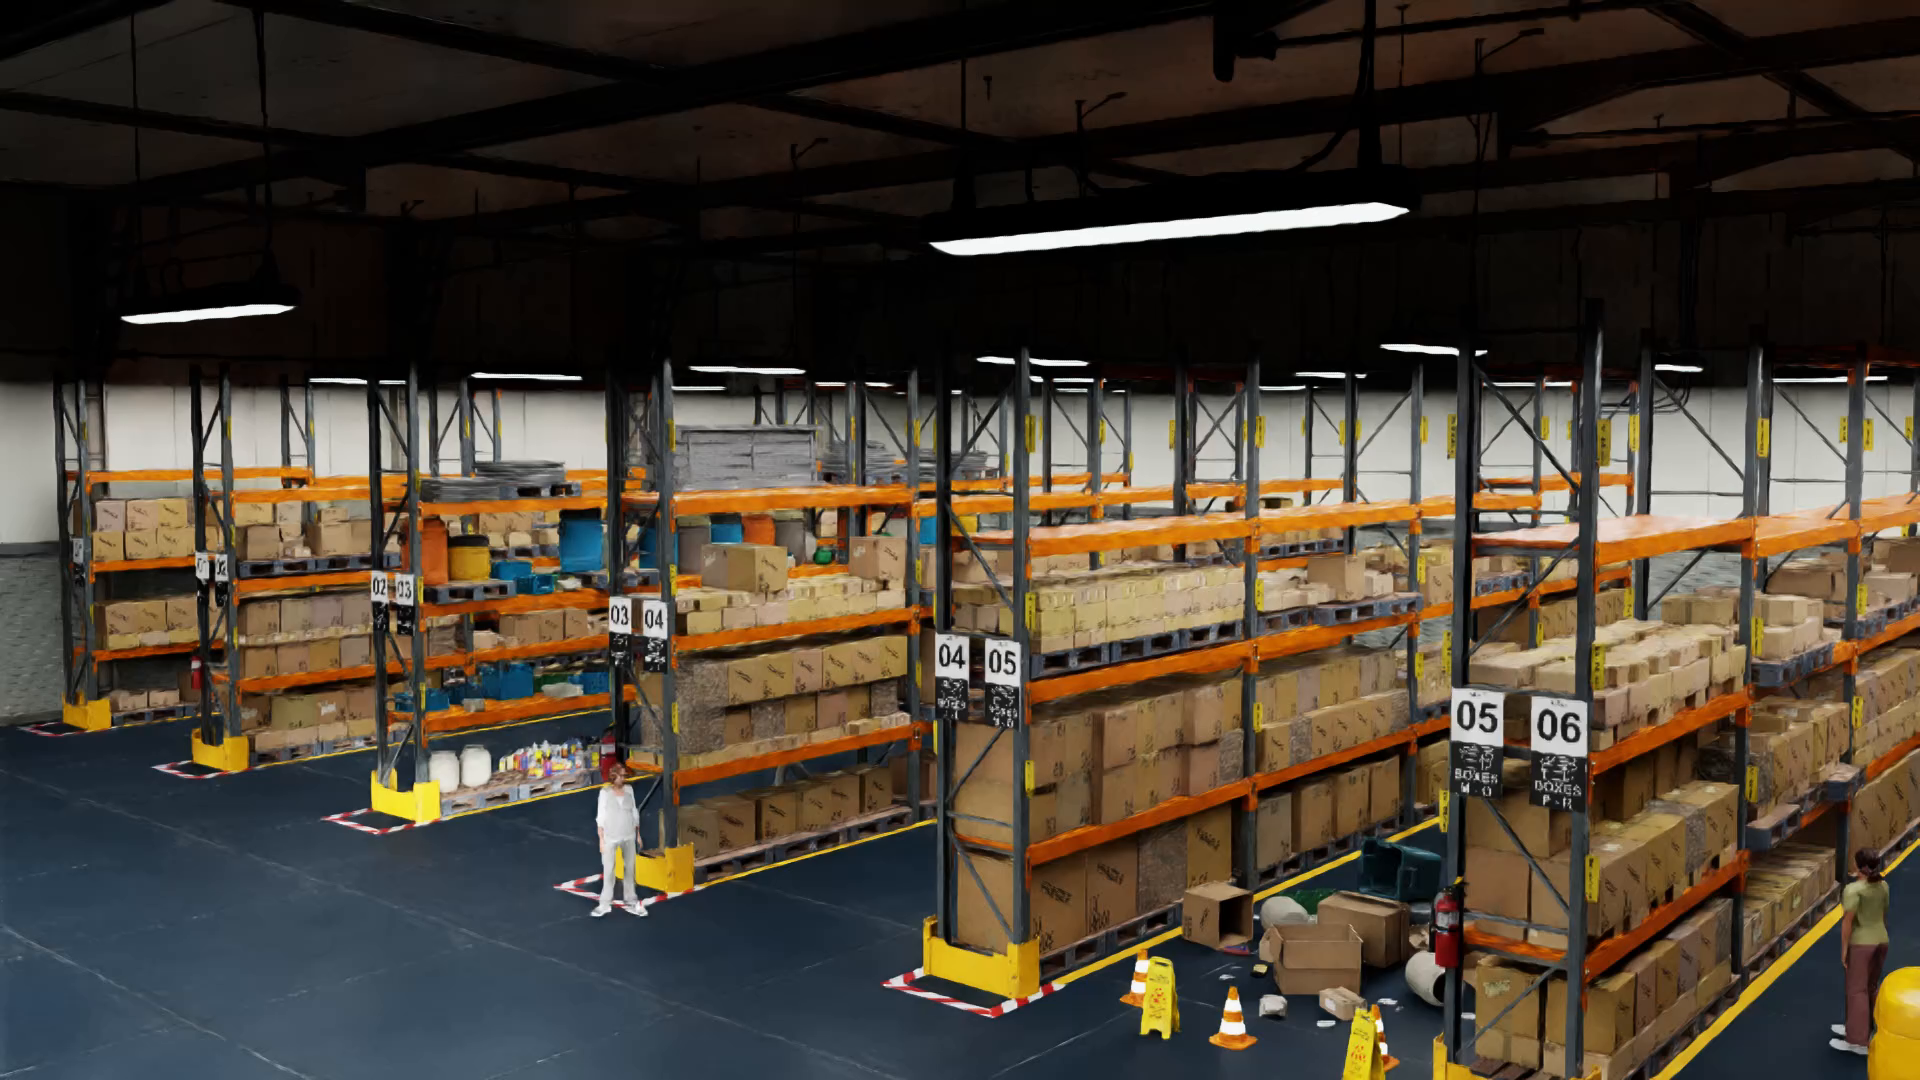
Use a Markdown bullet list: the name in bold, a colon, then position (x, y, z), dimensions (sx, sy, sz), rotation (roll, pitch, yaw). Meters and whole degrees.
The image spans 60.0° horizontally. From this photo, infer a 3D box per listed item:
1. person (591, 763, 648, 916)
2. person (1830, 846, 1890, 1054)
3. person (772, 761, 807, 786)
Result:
- **person**: position (-3.562, 3.111, 17.280), dimensions (0.560, 1.599, 0.368), rotation (-2, 5, -25)
- **person**: position (7.374, 3.329, 13.666), dimensions (0.493, 1.675, 0.477), rotation (-1, 4, -19)
- **person**: position (-2.393, 2.723, 22.621), dimensions (0.456, 1.587, 1.088), rotation (4, 6, 42)
